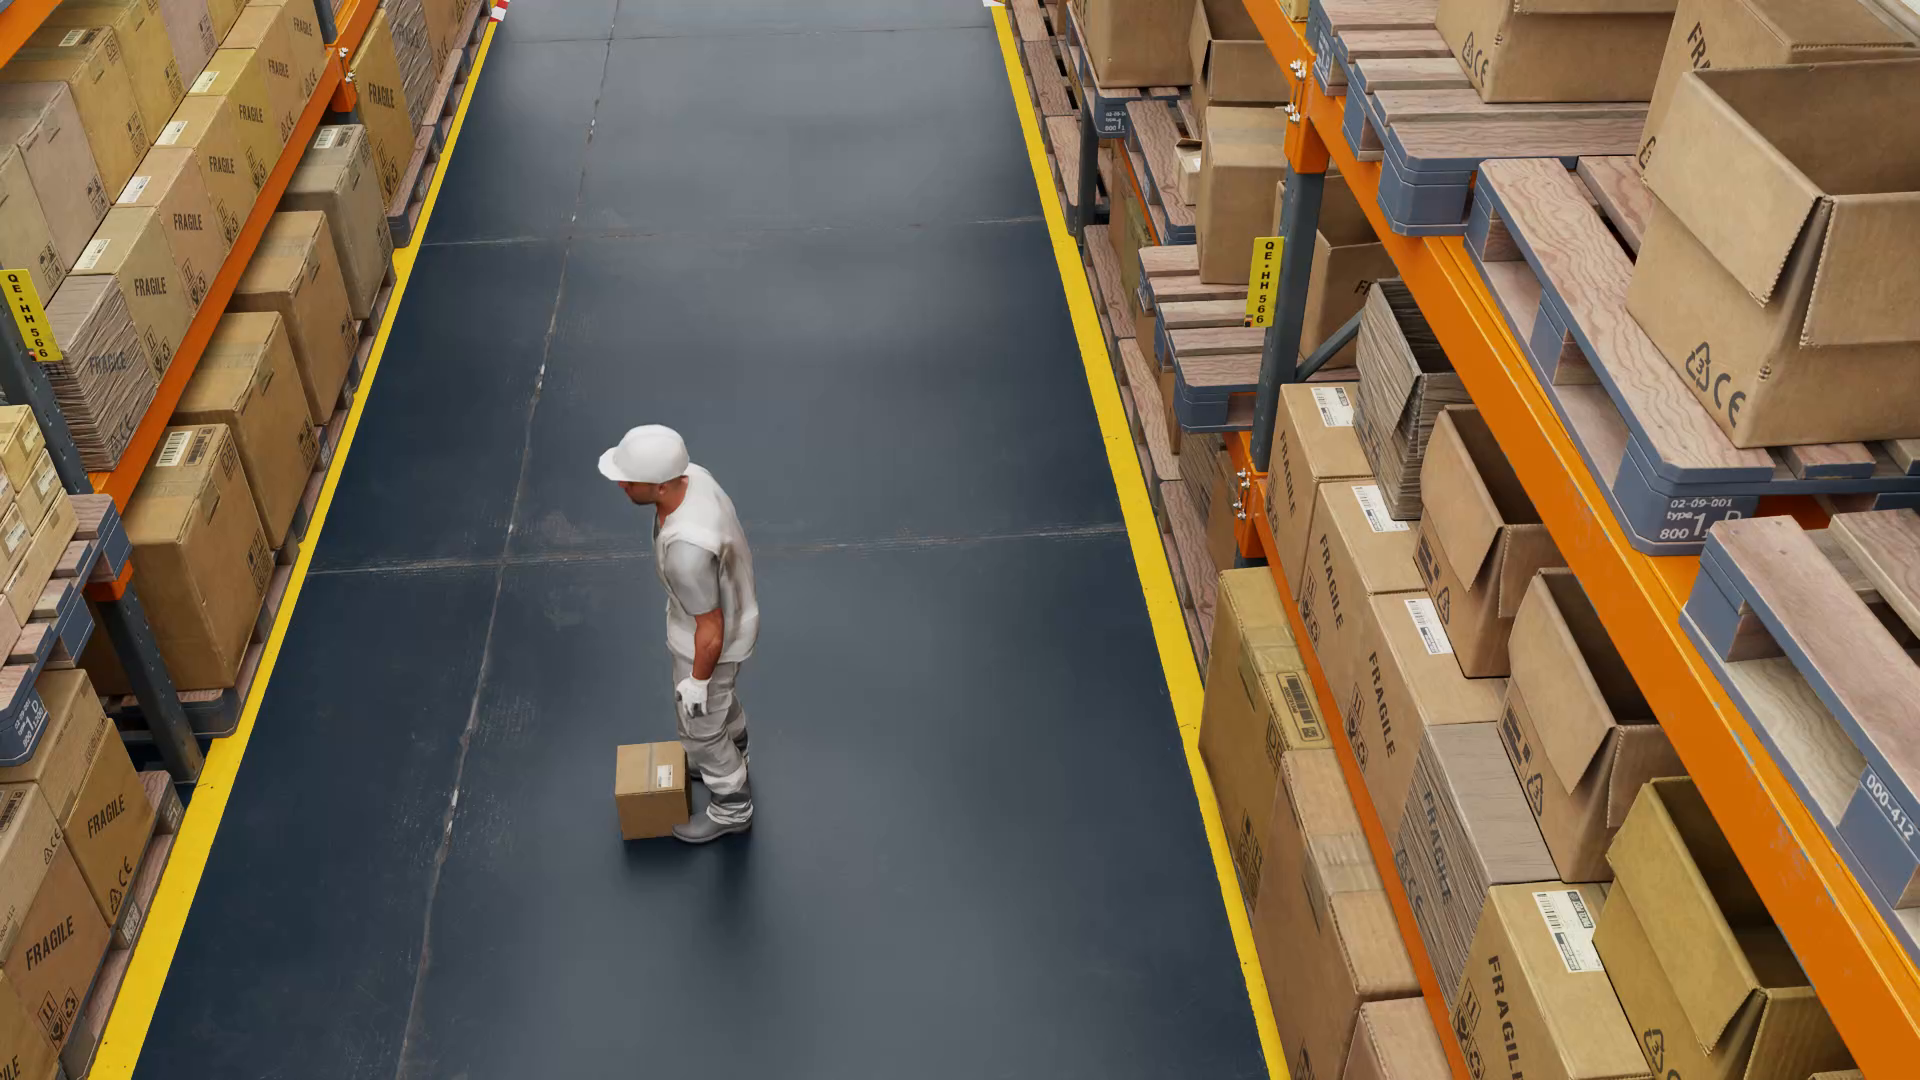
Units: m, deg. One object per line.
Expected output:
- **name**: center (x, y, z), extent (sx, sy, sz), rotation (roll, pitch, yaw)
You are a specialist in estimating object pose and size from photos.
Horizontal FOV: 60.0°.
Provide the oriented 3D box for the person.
- **person**: center (-0.914, 0.326, 5.737), extent (0.453, 1.778, 0.616), rotation (-5, 39, -7)
